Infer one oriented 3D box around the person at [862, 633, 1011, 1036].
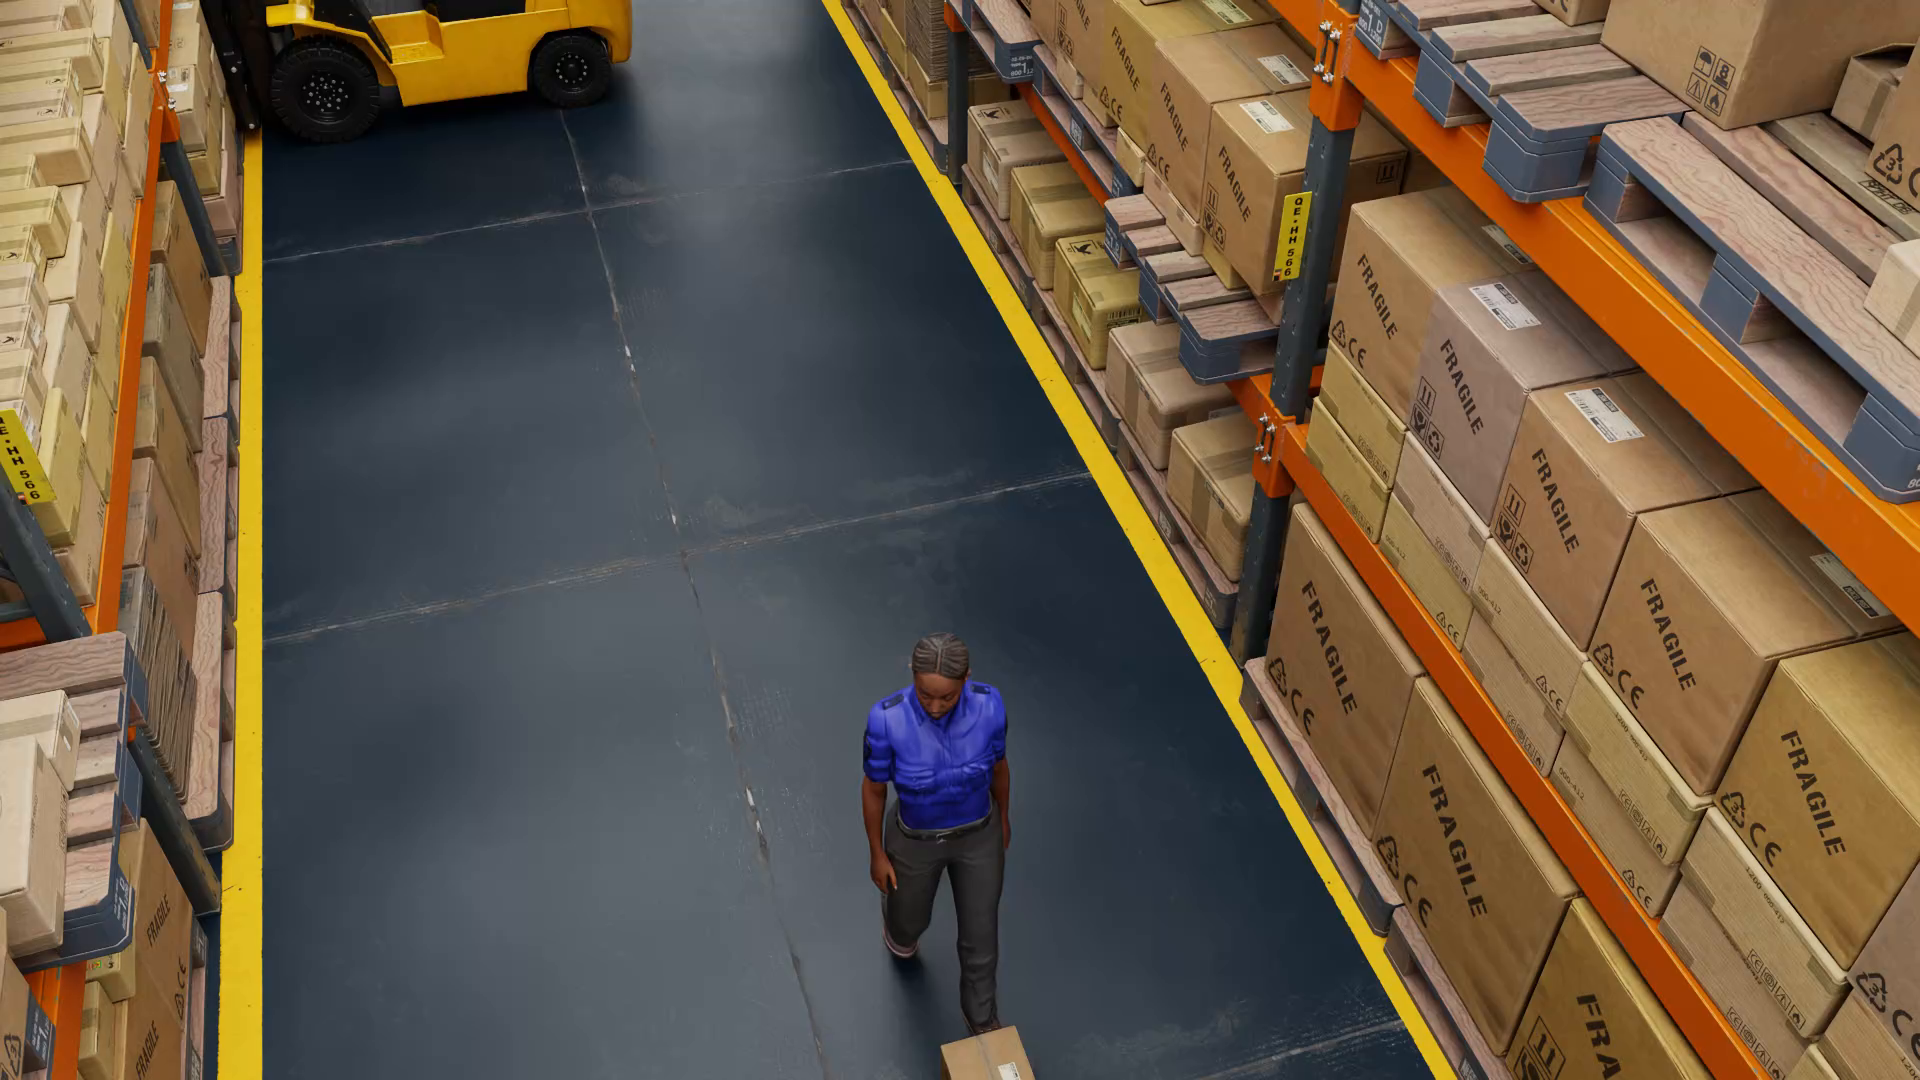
[{"bbox_3d":[-0.054,0.931,5.142,0.471,1.637,0.752,-8,43,-9],"label":"person"}]
